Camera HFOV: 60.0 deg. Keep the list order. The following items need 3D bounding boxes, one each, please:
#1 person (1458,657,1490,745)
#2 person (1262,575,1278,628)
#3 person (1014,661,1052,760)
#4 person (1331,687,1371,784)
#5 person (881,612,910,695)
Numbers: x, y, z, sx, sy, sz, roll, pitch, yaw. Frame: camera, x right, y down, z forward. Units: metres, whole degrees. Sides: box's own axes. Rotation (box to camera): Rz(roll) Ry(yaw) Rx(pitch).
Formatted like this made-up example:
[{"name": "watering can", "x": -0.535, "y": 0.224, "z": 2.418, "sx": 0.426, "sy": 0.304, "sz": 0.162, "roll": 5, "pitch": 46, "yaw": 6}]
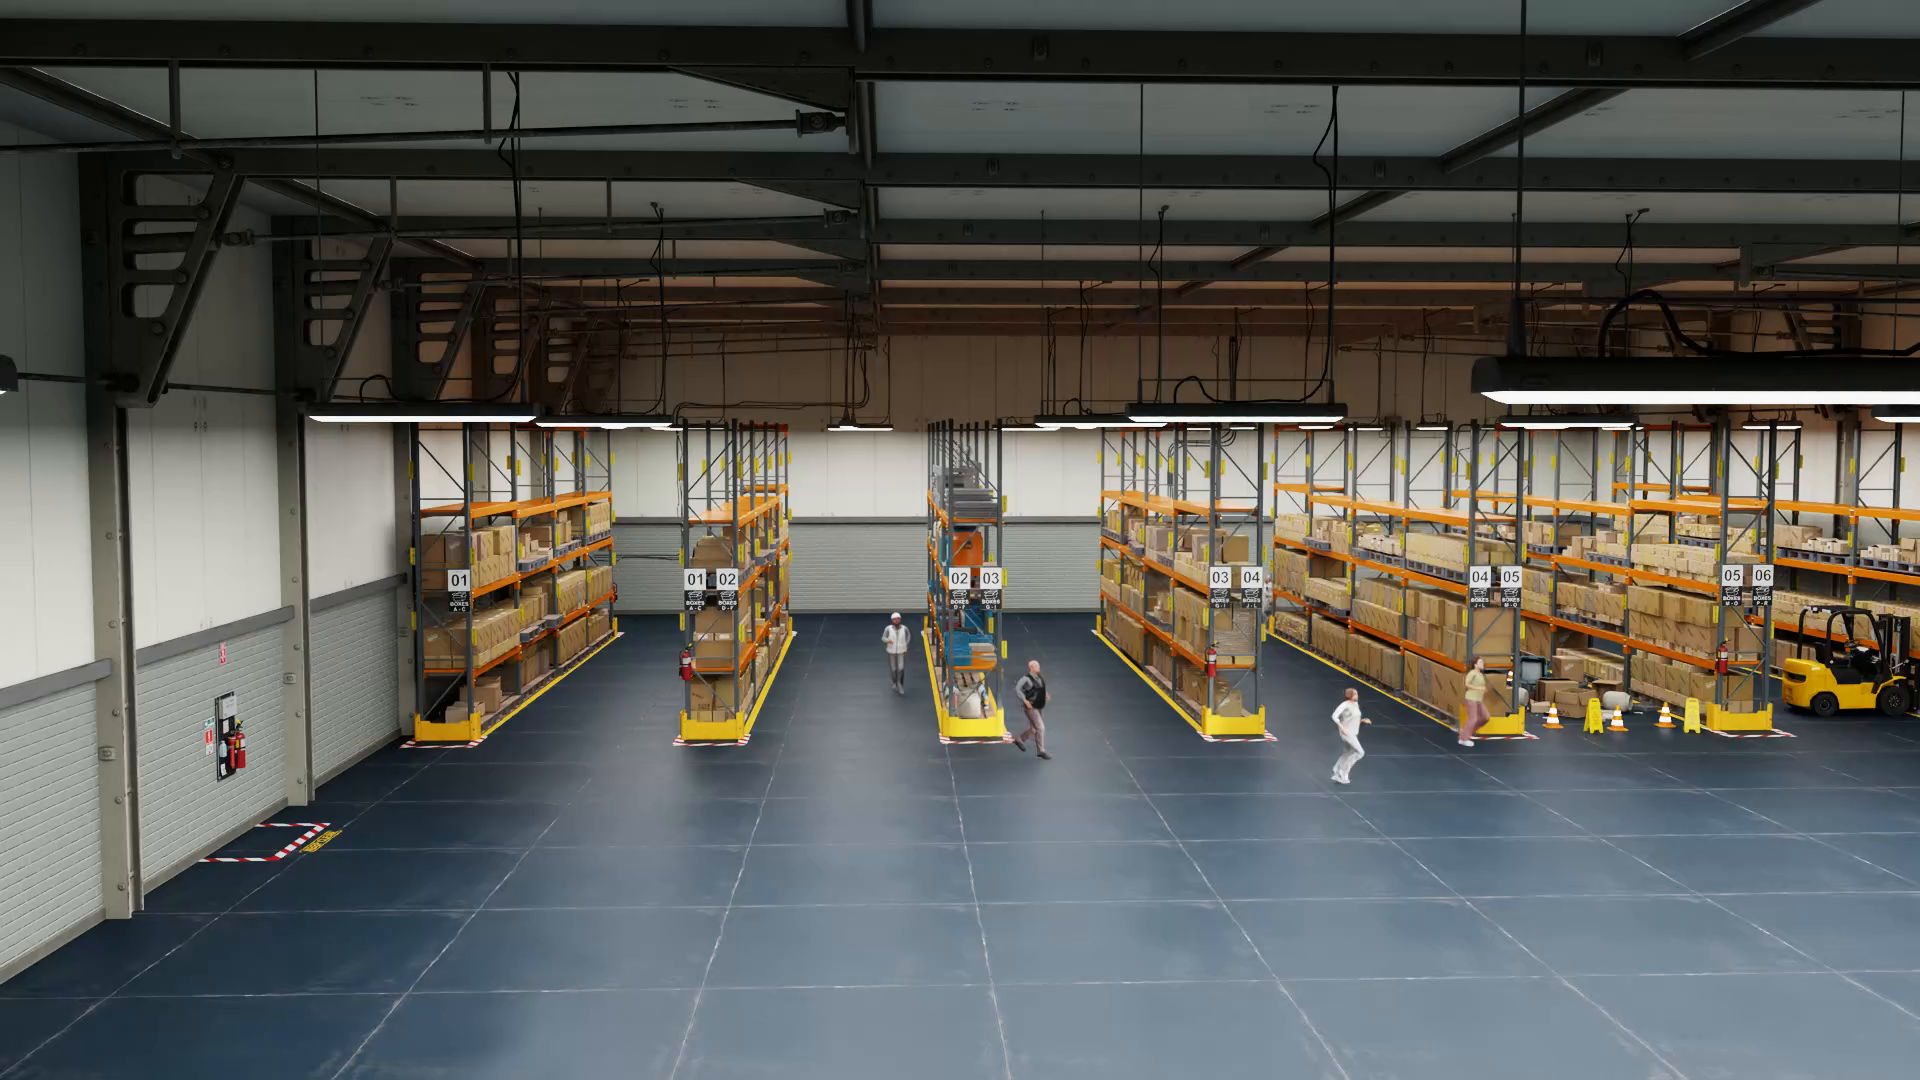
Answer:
[{"name": "person", "x": 9.505, "y": 2.955, "z": 30.562, "sx": 0.594, "sy": 1.616, "sz": 0.553, "roll": -4, "pitch": 5, "yaw": -45}, {"name": "person", "x": 8.935, "y": 1.814, "z": 48.595, "sx": 0.542, "sy": 1.615, "sz": 0.665, "roll": -2, "pitch": 4, "yaw": -23}, {"name": "person", "x": 1.276, "y": 2.981, "z": 29.367, "sx": 0.857, "sy": 1.723, "sz": 0.670, "roll": 3, "pitch": 5, "yaw": 36}, {"name": "person", "x": 6.383, "y": 3.190, "z": 27.143, "sx": 0.631, "sy": 1.578, "sz": 0.512, "roll": 2, "pitch": 4, "yaw": 31}, {"name": "person", "x": -1.410, "y": 2.505, "z": 36.671, "sx": 0.638, "sy": 1.828, "sz": 0.763, "roll": 0, "pitch": 4, "yaw": -2}]
